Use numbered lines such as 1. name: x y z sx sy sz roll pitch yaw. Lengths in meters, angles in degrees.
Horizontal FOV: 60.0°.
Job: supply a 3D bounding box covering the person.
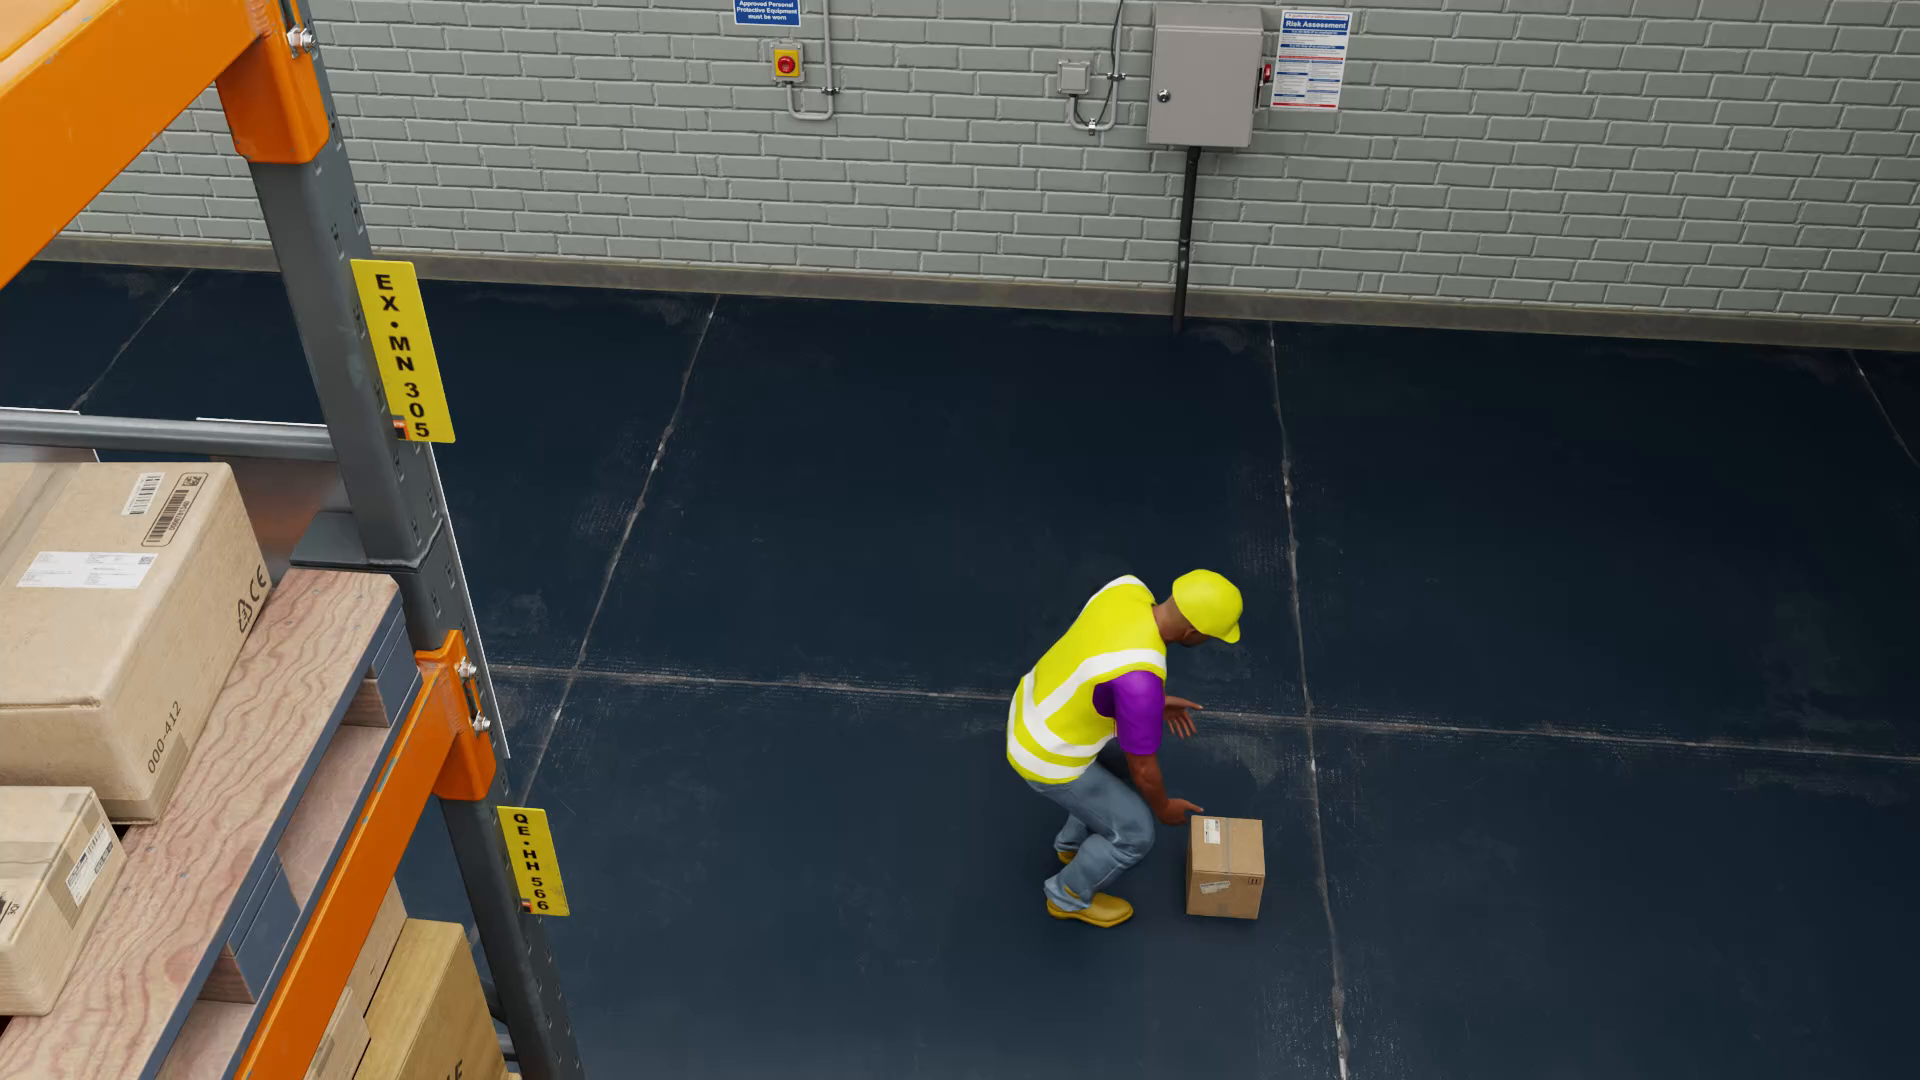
1. person: 0.521 0.657 5.588 0.728 1.461 0.630 3 40 4
